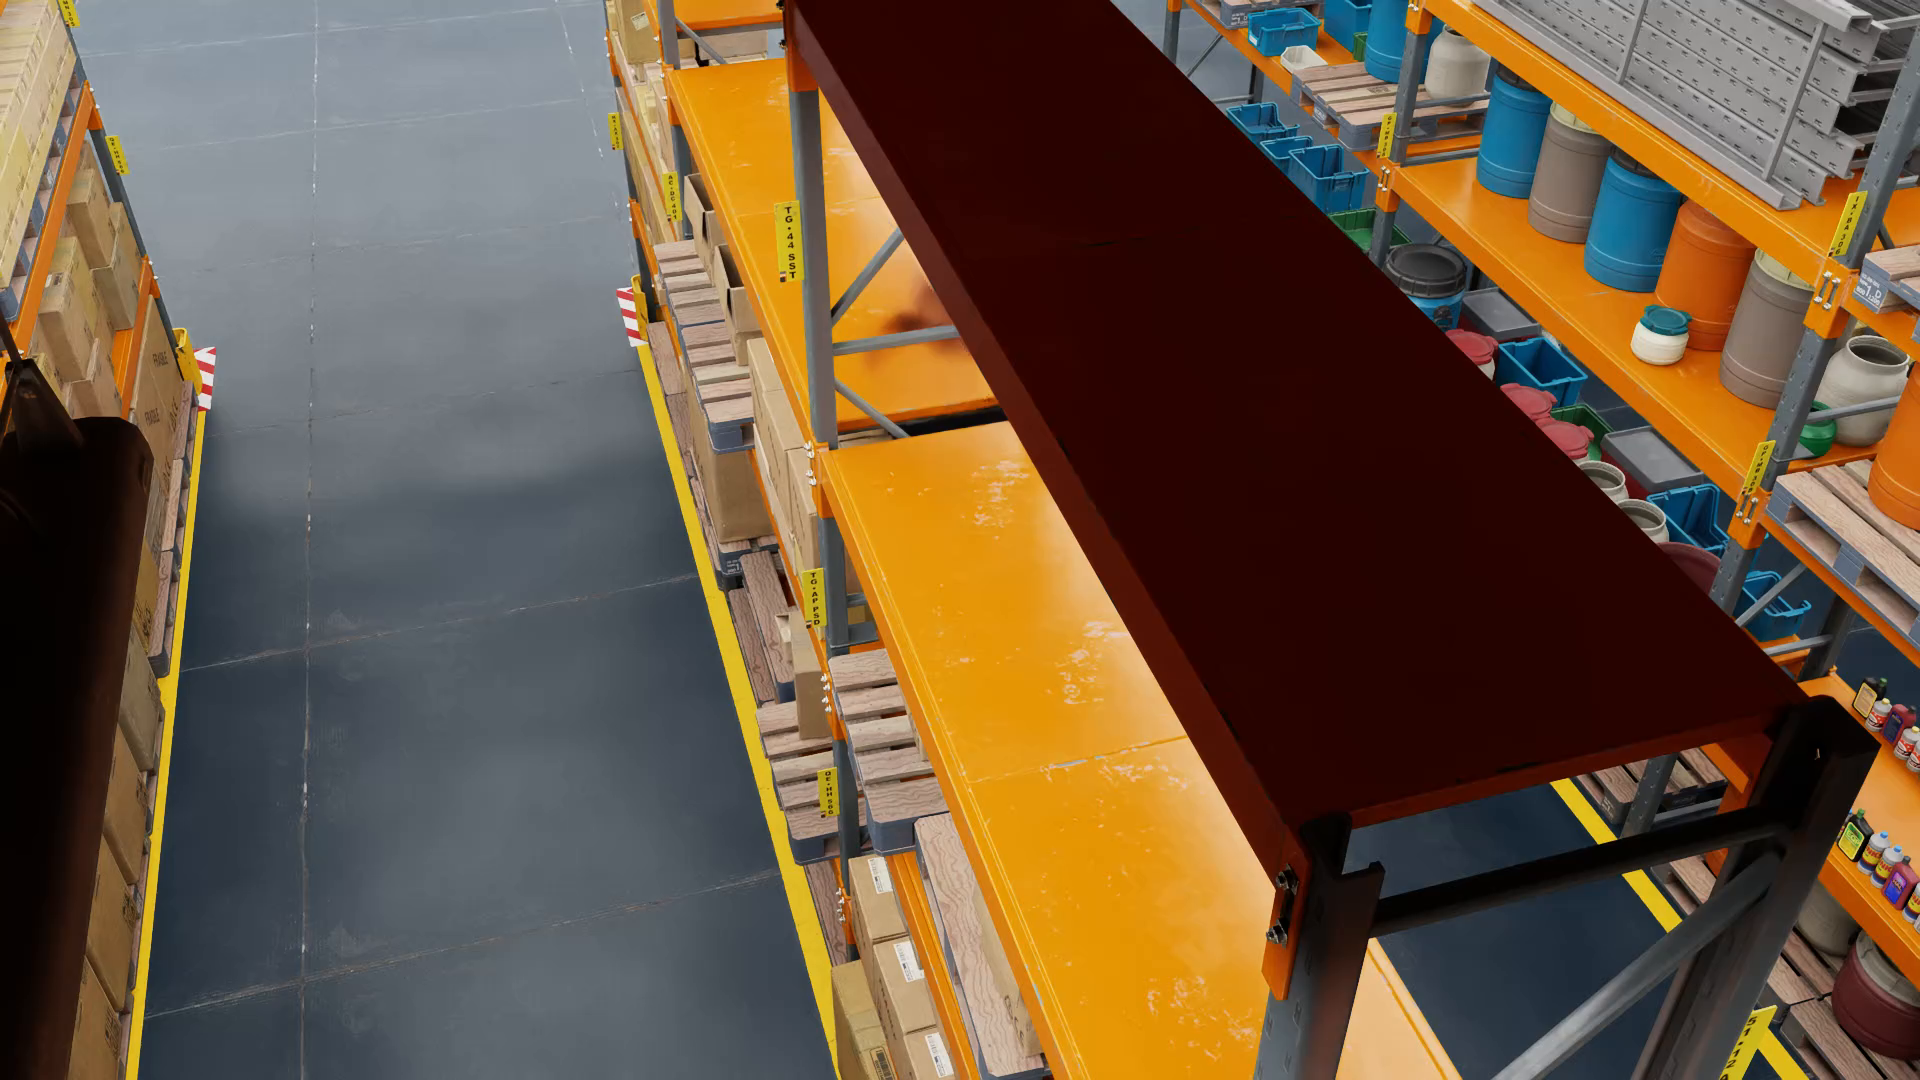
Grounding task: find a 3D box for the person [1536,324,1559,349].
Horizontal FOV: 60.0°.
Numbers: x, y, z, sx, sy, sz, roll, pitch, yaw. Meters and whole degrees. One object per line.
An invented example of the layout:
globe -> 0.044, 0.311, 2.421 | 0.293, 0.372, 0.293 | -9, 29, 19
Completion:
person -> 4.856, -2.047, 13.995 | 0.671, 1.798, 1.214 | -11, 40, -13
